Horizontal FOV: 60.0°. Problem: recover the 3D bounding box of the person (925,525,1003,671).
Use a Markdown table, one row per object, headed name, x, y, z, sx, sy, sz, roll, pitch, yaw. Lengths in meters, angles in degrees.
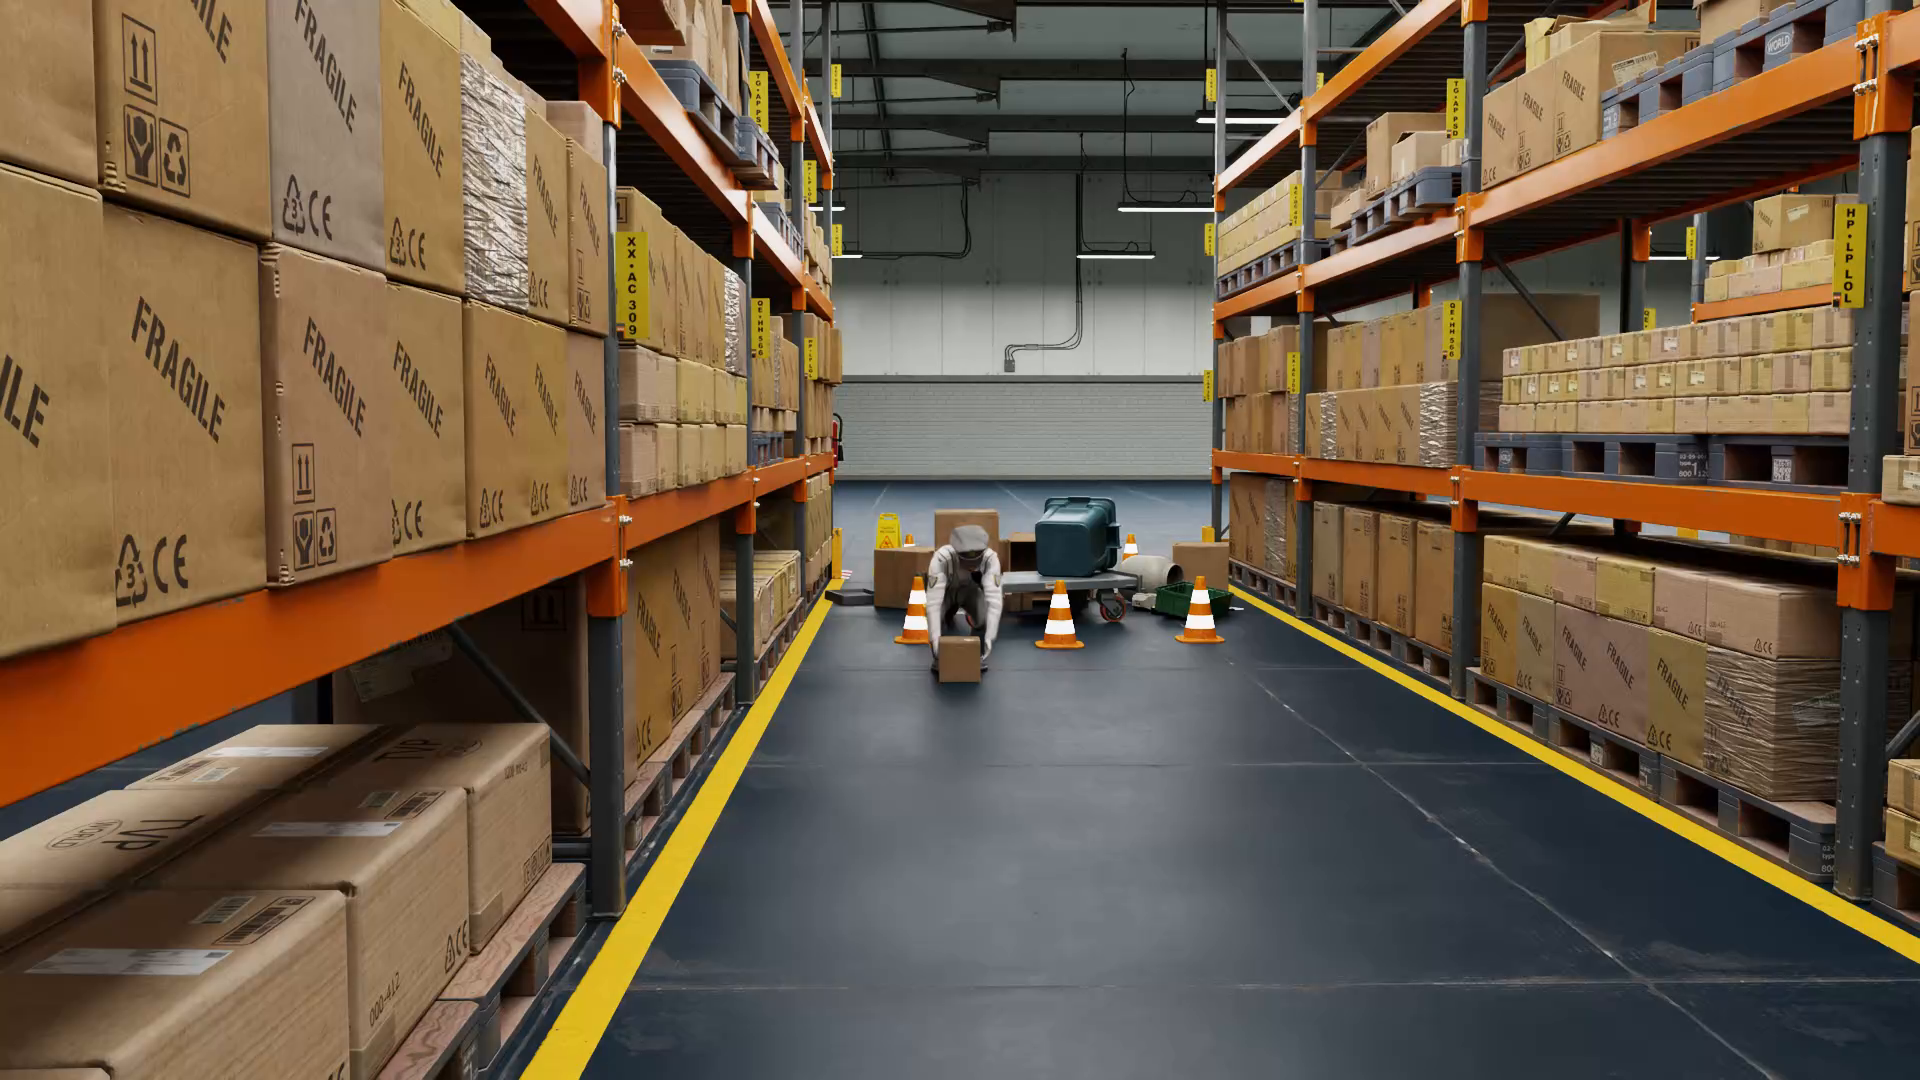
| name | x | y | z | sx | sy | sz | roll | pitch | yaw |
| --- | --- | --- | --- | --- | --- | --- | --- | --- | --- |
| person | 0.020 | 0.364 | 10.477 | 0.483 | 0.946 | 0.851 | 0 | 4 | -2 |
